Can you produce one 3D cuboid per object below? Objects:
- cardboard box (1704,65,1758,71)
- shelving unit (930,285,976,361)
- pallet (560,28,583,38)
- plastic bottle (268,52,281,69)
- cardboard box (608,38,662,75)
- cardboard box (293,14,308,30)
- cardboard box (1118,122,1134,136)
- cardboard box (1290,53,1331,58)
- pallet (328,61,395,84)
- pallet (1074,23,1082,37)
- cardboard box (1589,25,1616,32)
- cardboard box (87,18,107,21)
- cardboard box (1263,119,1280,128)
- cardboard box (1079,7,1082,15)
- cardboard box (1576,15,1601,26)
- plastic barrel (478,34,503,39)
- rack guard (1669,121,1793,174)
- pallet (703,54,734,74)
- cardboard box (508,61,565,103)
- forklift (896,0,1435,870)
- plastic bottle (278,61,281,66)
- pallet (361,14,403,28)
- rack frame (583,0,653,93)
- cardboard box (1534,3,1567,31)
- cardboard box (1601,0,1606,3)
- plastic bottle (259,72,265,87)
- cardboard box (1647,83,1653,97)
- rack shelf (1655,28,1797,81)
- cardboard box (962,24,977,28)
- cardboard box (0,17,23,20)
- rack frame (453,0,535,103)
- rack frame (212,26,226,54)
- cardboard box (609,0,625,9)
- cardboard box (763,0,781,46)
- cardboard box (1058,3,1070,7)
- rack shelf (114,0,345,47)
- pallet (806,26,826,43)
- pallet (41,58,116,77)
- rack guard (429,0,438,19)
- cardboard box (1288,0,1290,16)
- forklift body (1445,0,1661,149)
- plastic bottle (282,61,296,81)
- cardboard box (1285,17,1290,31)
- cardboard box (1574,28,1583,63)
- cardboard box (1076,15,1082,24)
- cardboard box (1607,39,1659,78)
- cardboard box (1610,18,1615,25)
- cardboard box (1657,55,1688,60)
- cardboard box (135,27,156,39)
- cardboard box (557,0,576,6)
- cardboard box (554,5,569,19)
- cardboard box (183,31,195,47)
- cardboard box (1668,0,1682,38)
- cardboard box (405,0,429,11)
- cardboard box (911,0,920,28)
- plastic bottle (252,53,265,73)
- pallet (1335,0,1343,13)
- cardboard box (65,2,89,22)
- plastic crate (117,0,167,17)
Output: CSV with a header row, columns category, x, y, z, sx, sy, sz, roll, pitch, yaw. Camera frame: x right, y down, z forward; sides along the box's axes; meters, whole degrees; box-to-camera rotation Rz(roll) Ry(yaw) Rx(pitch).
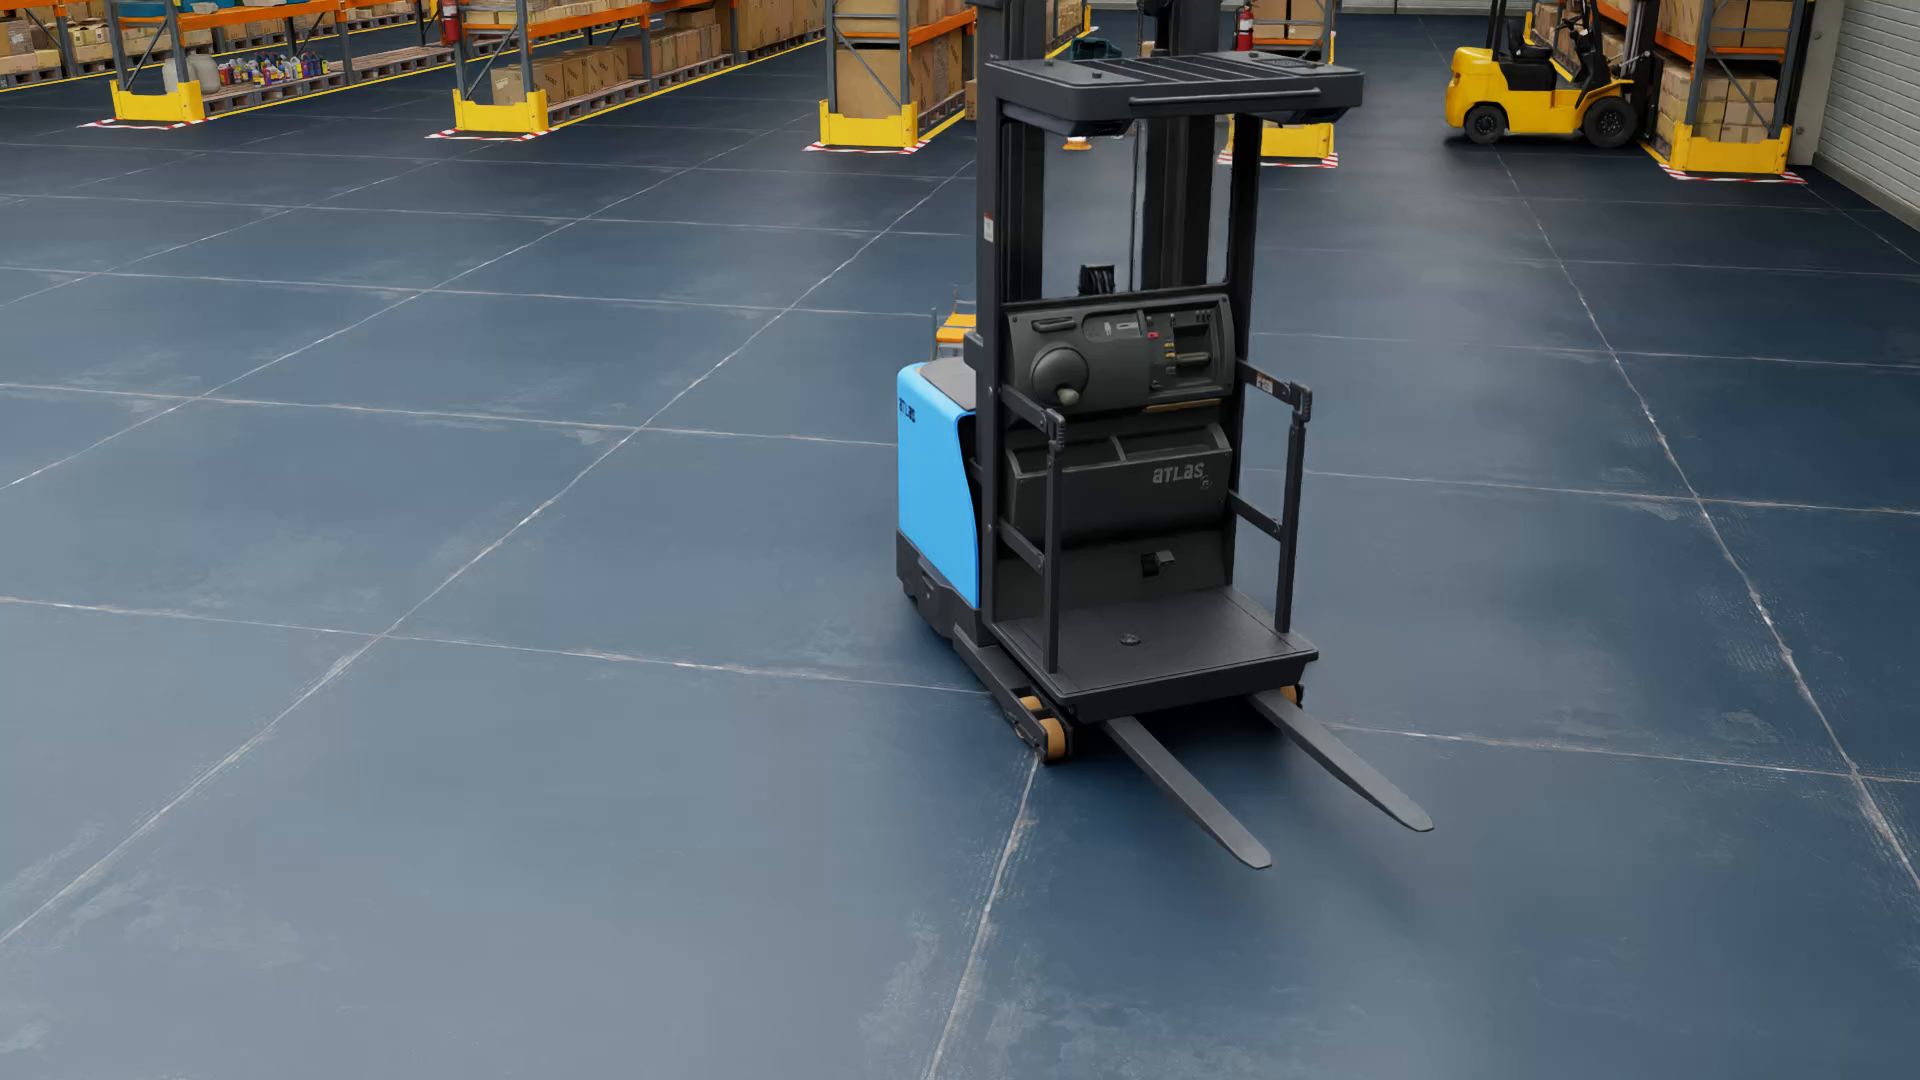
category,x,y,z,sx,sy,sz,roll,pitch,yaw
cardboard box,9.107,-5.471,19.703,0.500,0.250,0.500,4,22,11
shelving unit,0.034,-0.617,8.280,0.258,1.200,0.503,4,22,11
pallet,-8.237,-10.439,33.990,1.003,0.211,1.213,4,22,11
plastic bottle,-10.411,-7.235,25.260,0.144,0.351,0.185,4,22,11
cardboard box,-4.986,-7.424,25.530,0.700,0.500,0.500,3,22,7
cardboard box,-13.229,-10.318,32.715,0.500,0.500,0.500,5,22,12
cardboard box,2.042,-5.249,21.188,0.380,0.149,0.250,18,28,38
cardboard box,4.405,-5.863,21.011,0.500,0.500,0.500,5,22,12
pallet,-9.859,-7.531,26.771,1.003,0.211,1.213,4,22,11
pallet,1.935,-10.515,34.179,1.003,0.211,1.213,4,22,11
cardboard box,10.098,-8.024,26.176,0.380,0.149,0.250,3,22,8
cardboard box,-14.717,-8.820,28.605,0.500,0.311,0.500,4,22,10
cardboard box,3.659,-5.183,20.326,0.500,0.250,0.500,4,22,11
cardboard box,2.323,-10.926,34.324,0.380,0.149,0.250,4,22,9
cardboard box,10.523,-8.693,27.839,0.380,0.149,0.250,5,23,13
plastic barrel,-8.852,-9.667,31.007,0.600,0.588,0.708,4,22,11
rack guard,8.608,-4.393,18.593,1.175,0.500,0.348,4,22,11
pallet,-4.477,-8.041,28.036,1.003,0.211,1.213,4,22,11
cardboard box,-5.717,-6.178,22.461,0.500,0.500,0.500,11,24,25
forklift,0.702,-0.698,6.163,1.130,2.935,3.031,-8,23,-19
plastic bottle,-10.077,-6.982,24.721,0.061,0.283,0.133,4,22,11
pallet,-12.810,-11.244,35.991,1.003,0.211,1.213,4,22,11
rack frame,-5.133,-8.157,24.592,1.000,3.000,0.127,4,22,11
cardboard box,11.660,-10.234,32.528,0.797,0.503,0.637,4,22,9
cardboard box,9.808,-8.091,24.628,0.500,0.250,0.500,4,22,10
plastic bottle,-10.101,-6.655,24.019,0.097,0.201,0.097,0,22,0
cardboard box,8.709,-5.470,20.371,0.500,0.250,0.500,4,22,11
rack shelf,9.021,-5.959,20.098,1.077,0.370,4.000,4,22,11
cardboard box,-0.058,-7.480,25.359,1.050,0.750,0.750,4,22,11
cardboard box,-15.231,-8.035,26.404,0.500,0.500,0.500,4,22,11
rack frame,-5.949,-6.694,20.960,1.000,3.000,0.127,4,22,11
rack frame,-14.014,-10.376,30.103,1.000,3.000,0.127,4,22,11
cardboard box,-5.001,-7.662,23.699,0.380,0.149,0.250,4,22,11
cardboard box,-3.966,-9.405,29.974,1.225,0.875,0.875,5,22,11
cardboard box,1.978,-10.594,33.100,0.380,0.149,0.250,4,22,9
rack shelf,-10.390,-7.469,23.848,1.077,0.370,4.000,4,22,11
pallet,-3.268,-10.061,33.053,1.003,0.211,1.213,4,22,11
pallet,-14.718,-7.893,27.668,1.003,0.211,1.213,4,22,11
rack guard,-12.397,-12.115,37.765,1.175,0.500,0.348,4,22,11
cardboard box,3.806,-6.708,20.462,0.500,0.500,0.500,4,22,11
forklift body,7.214,-6.001,20.374,2.313,2.155,1.214,4,22,11
plastic bottle,-9.973,-6.970,24.702,0.152,0.276,0.135,5,22,12
cardboard box,3.849,-6.348,20.436,0.380,0.149,0.250,5,22,12
cardboard box,10.337,-8.068,27.154,0.500,0.500,0.500,5,23,13
cardboard box,2.294,-10.693,34.142,0.380,0.149,0.250,5,23,13
cardboard box,9.842,-6.868,24.008,0.875,0.625,0.625,4,22,9
cardboard box,10.868,-8.468,27.279,0.380,0.149,0.250,5,22,11
cardboard box,8.818,-5.886,20.732,0.500,0.250,0.500,5,23,13
cardboard box,-14.189,-8.787,28.525,0.500,0.311,0.500,5,22,12
cardboard box,-5.681,-7.449,22.302,0.875,0.500,0.500,4,22,11
cardboard box,-5.433,-7.028,22.125,0.380,0.149,0.250,4,22,11
cardboard box,-13.984,-8.896,29.545,0.500,0.250,0.500,4,22,10
cardboard box,8.675,-6.184,19.561,0.500,0.500,0.500,4,22,10
cardboard box,-12.251,-12.129,37.212,0.500,0.500,0.500,4,22,11
cardboard box,-0.992,-6.691,20.750,0.875,0.550,0.550,4,22,11
plastic bottle,-10.591,-7.177,25.116,0.144,0.351,0.185,4,22,9
pallet,4.867,-7.581,23.419,1.003,0.211,1.213,4,22,11
cardboard box,-18.231,-10.840,33.570,0.750,0.750,0.750,5,23,13
plastic crate,-10.988,-7.209,22.436,0.499,0.251,0.616,4,22,11
